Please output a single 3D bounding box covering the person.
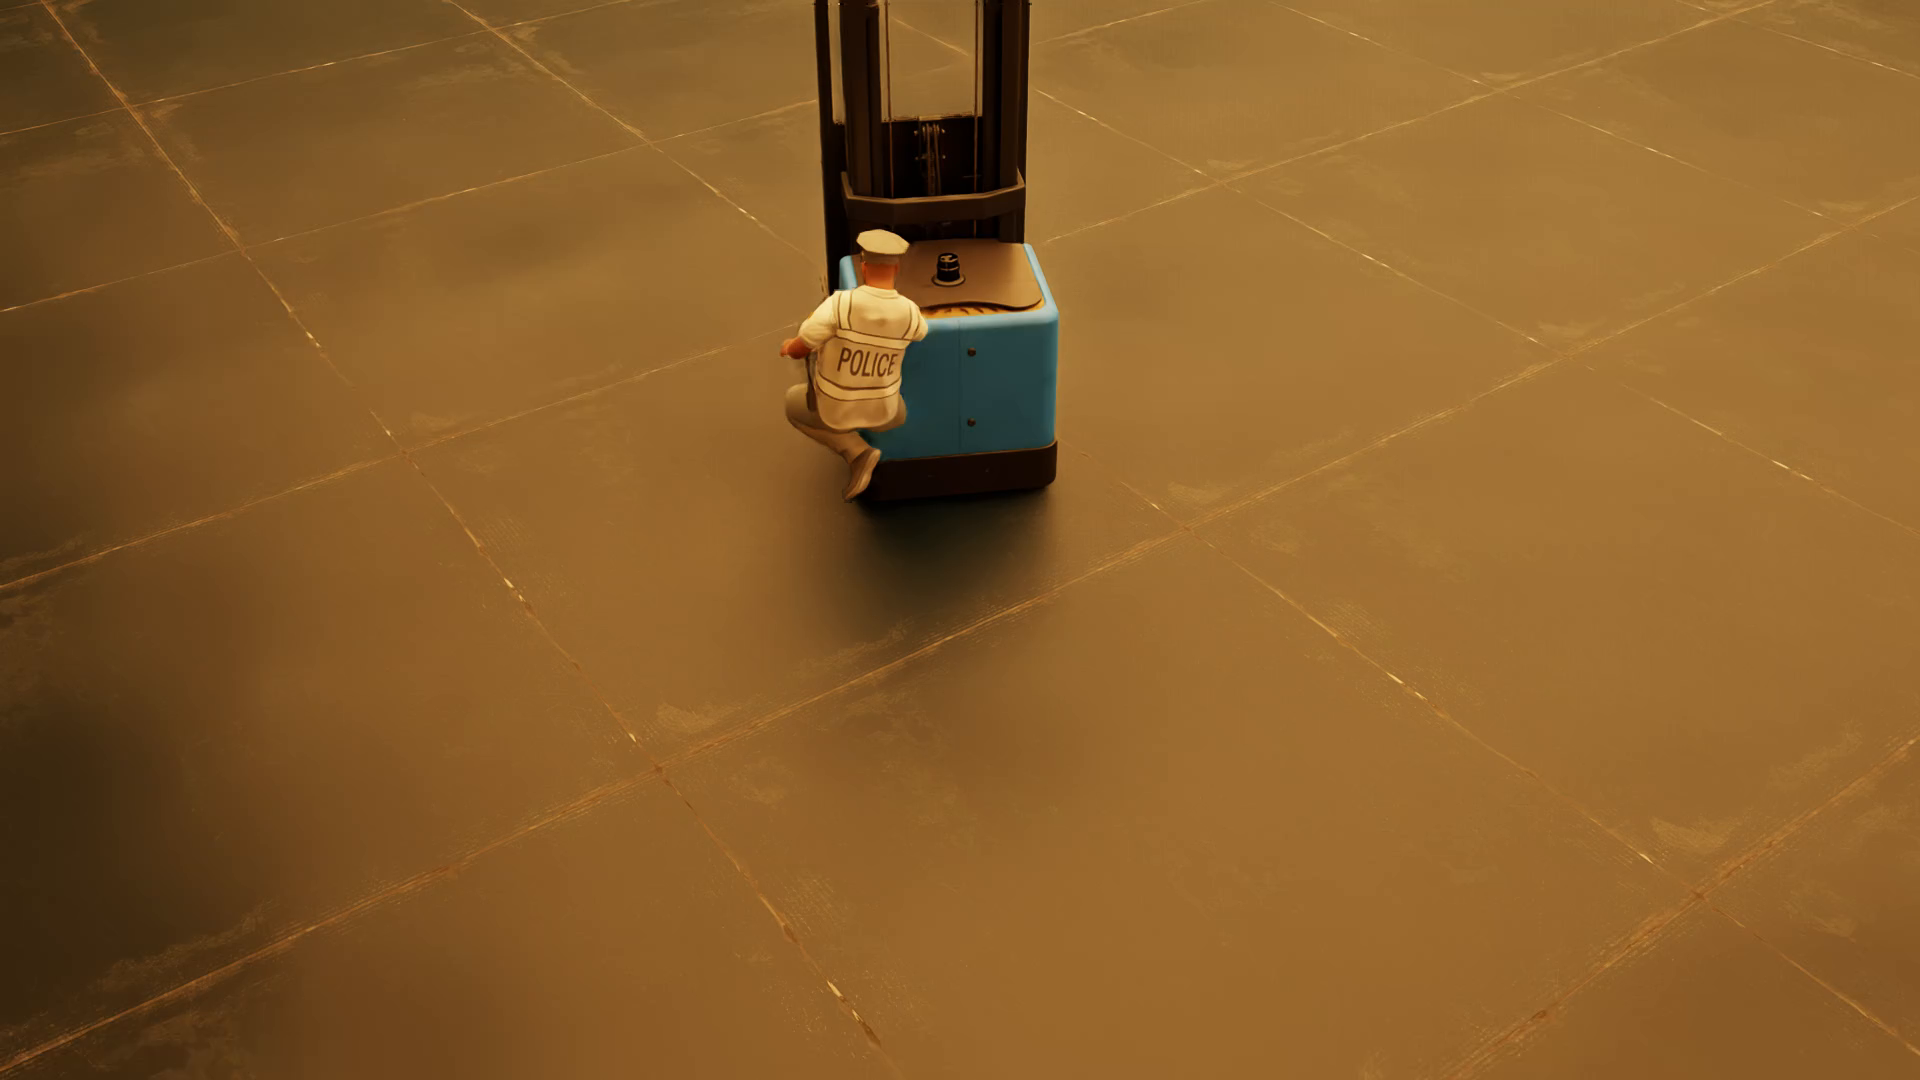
[{"bbox_3d":[18.758,-0.763,1.873,34.995,9.000,21.249,-10,38,-13],"label":"person"}]

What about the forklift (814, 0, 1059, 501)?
[{"bbox_3d":[-0.228,-2.249,8.986,1.130,2.935,3.031,-5,37,-7],"label":"forklift"}]
